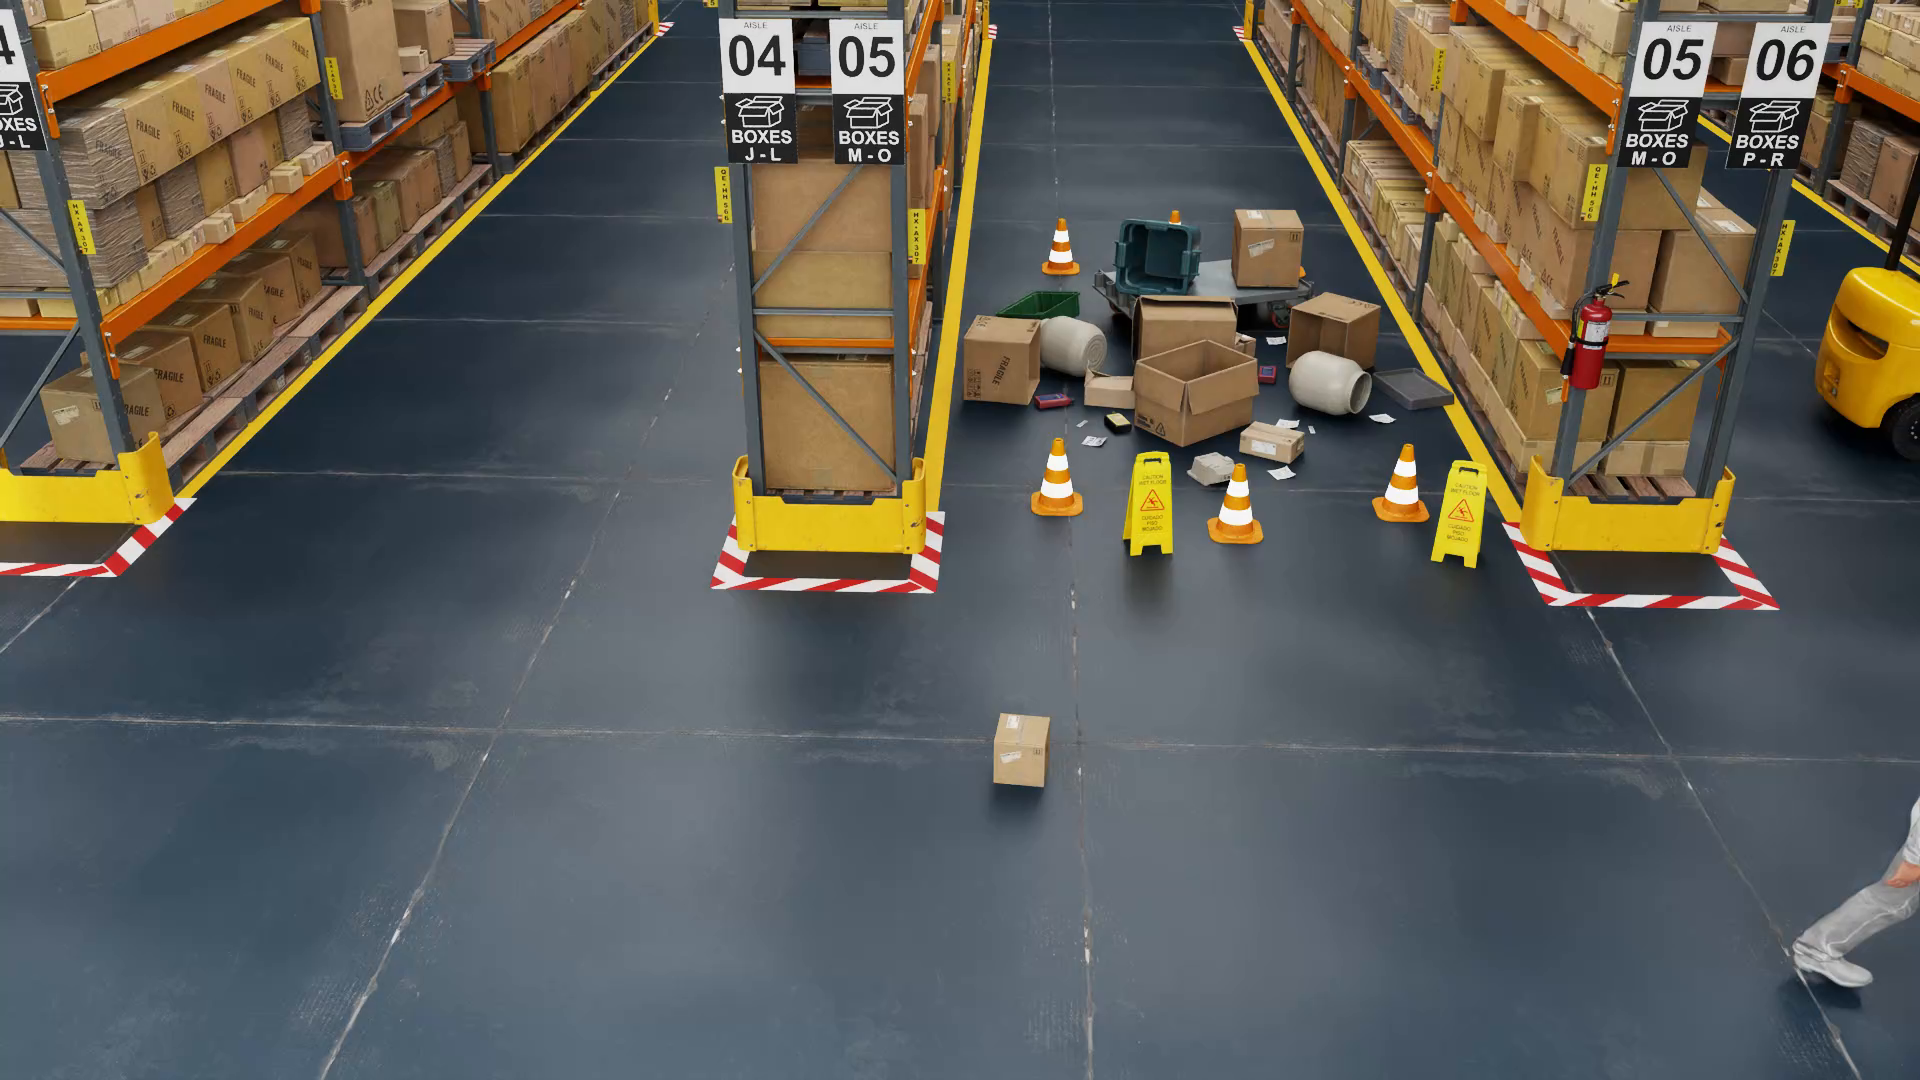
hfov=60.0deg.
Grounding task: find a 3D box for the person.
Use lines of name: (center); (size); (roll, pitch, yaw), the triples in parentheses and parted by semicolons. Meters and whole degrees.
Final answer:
person: (3.916, 1.167, 6.362); (1.030, 1.712, 0.535); (15, 31, 26)
